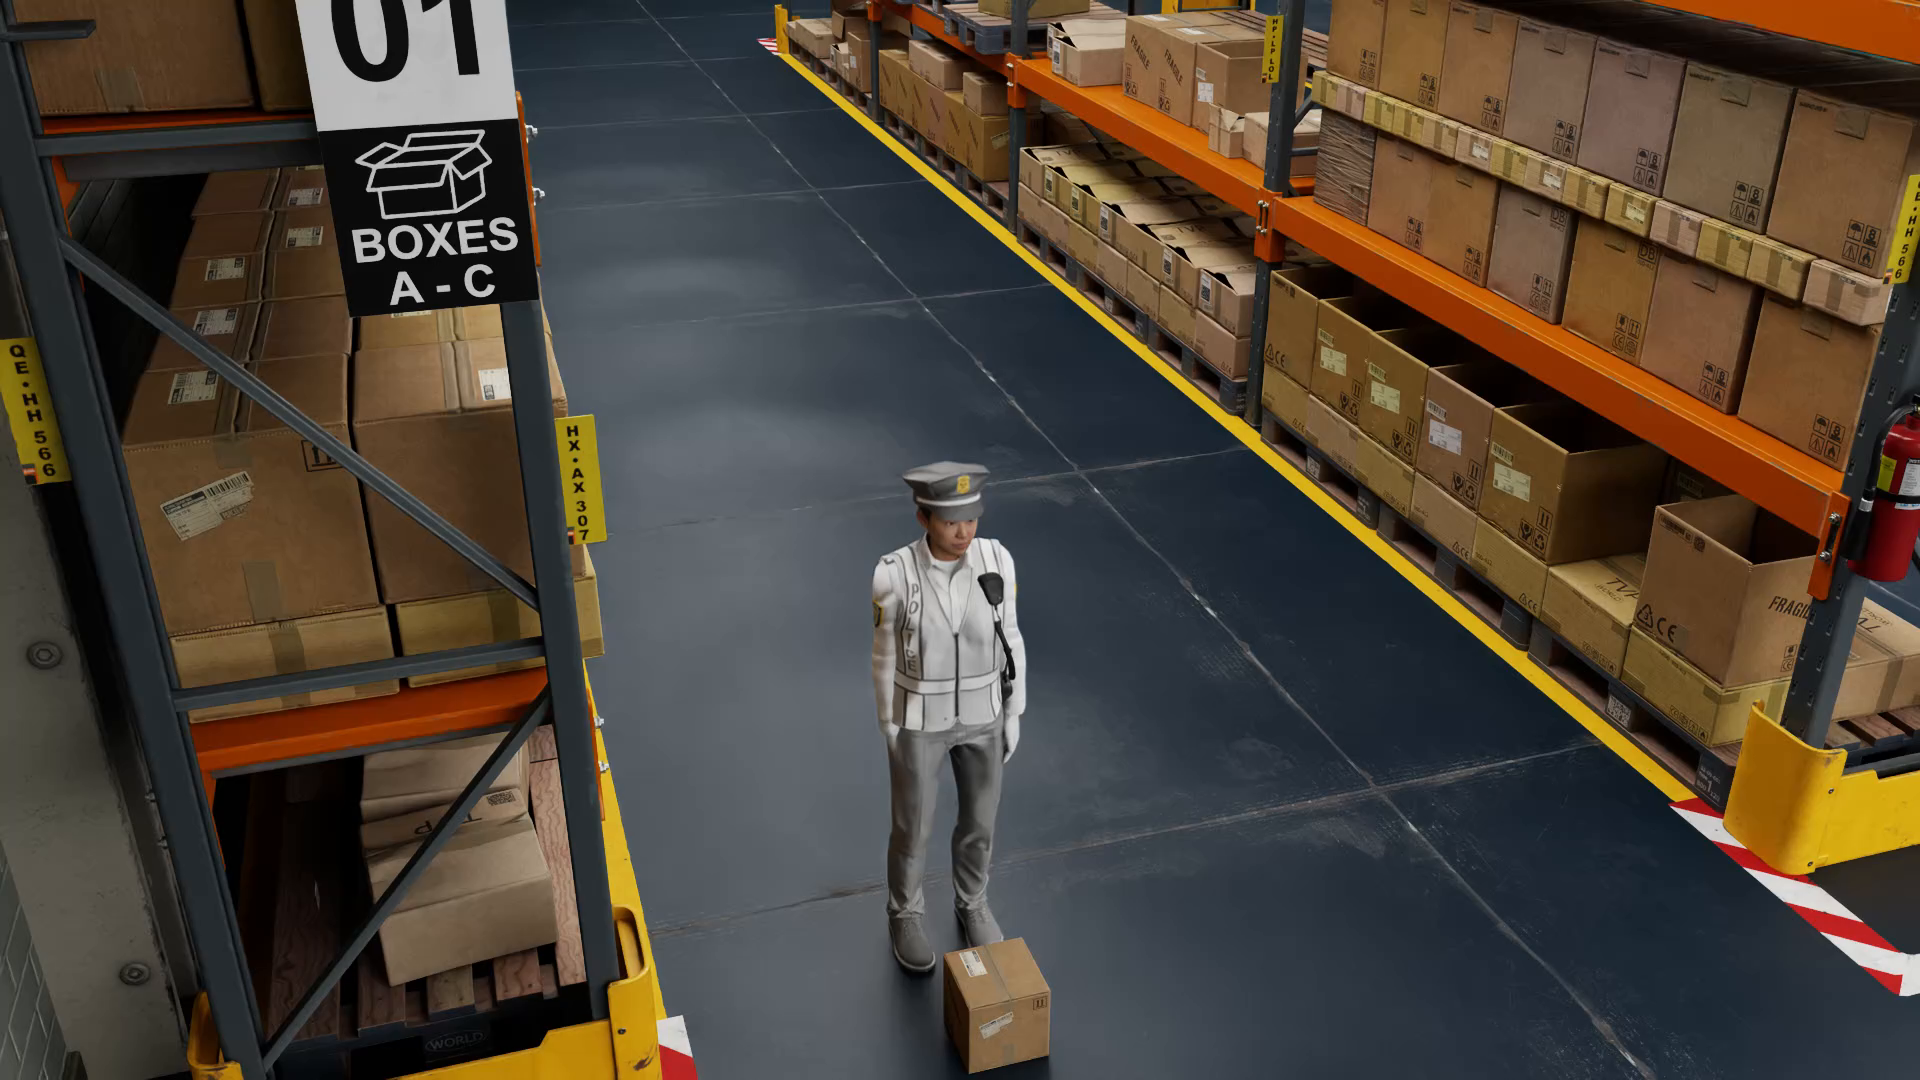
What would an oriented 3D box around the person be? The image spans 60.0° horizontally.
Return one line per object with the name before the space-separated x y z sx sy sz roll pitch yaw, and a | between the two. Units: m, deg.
person | -0.027 0.151 4.822 0.373 0.809 0.340 -8 27 -15
